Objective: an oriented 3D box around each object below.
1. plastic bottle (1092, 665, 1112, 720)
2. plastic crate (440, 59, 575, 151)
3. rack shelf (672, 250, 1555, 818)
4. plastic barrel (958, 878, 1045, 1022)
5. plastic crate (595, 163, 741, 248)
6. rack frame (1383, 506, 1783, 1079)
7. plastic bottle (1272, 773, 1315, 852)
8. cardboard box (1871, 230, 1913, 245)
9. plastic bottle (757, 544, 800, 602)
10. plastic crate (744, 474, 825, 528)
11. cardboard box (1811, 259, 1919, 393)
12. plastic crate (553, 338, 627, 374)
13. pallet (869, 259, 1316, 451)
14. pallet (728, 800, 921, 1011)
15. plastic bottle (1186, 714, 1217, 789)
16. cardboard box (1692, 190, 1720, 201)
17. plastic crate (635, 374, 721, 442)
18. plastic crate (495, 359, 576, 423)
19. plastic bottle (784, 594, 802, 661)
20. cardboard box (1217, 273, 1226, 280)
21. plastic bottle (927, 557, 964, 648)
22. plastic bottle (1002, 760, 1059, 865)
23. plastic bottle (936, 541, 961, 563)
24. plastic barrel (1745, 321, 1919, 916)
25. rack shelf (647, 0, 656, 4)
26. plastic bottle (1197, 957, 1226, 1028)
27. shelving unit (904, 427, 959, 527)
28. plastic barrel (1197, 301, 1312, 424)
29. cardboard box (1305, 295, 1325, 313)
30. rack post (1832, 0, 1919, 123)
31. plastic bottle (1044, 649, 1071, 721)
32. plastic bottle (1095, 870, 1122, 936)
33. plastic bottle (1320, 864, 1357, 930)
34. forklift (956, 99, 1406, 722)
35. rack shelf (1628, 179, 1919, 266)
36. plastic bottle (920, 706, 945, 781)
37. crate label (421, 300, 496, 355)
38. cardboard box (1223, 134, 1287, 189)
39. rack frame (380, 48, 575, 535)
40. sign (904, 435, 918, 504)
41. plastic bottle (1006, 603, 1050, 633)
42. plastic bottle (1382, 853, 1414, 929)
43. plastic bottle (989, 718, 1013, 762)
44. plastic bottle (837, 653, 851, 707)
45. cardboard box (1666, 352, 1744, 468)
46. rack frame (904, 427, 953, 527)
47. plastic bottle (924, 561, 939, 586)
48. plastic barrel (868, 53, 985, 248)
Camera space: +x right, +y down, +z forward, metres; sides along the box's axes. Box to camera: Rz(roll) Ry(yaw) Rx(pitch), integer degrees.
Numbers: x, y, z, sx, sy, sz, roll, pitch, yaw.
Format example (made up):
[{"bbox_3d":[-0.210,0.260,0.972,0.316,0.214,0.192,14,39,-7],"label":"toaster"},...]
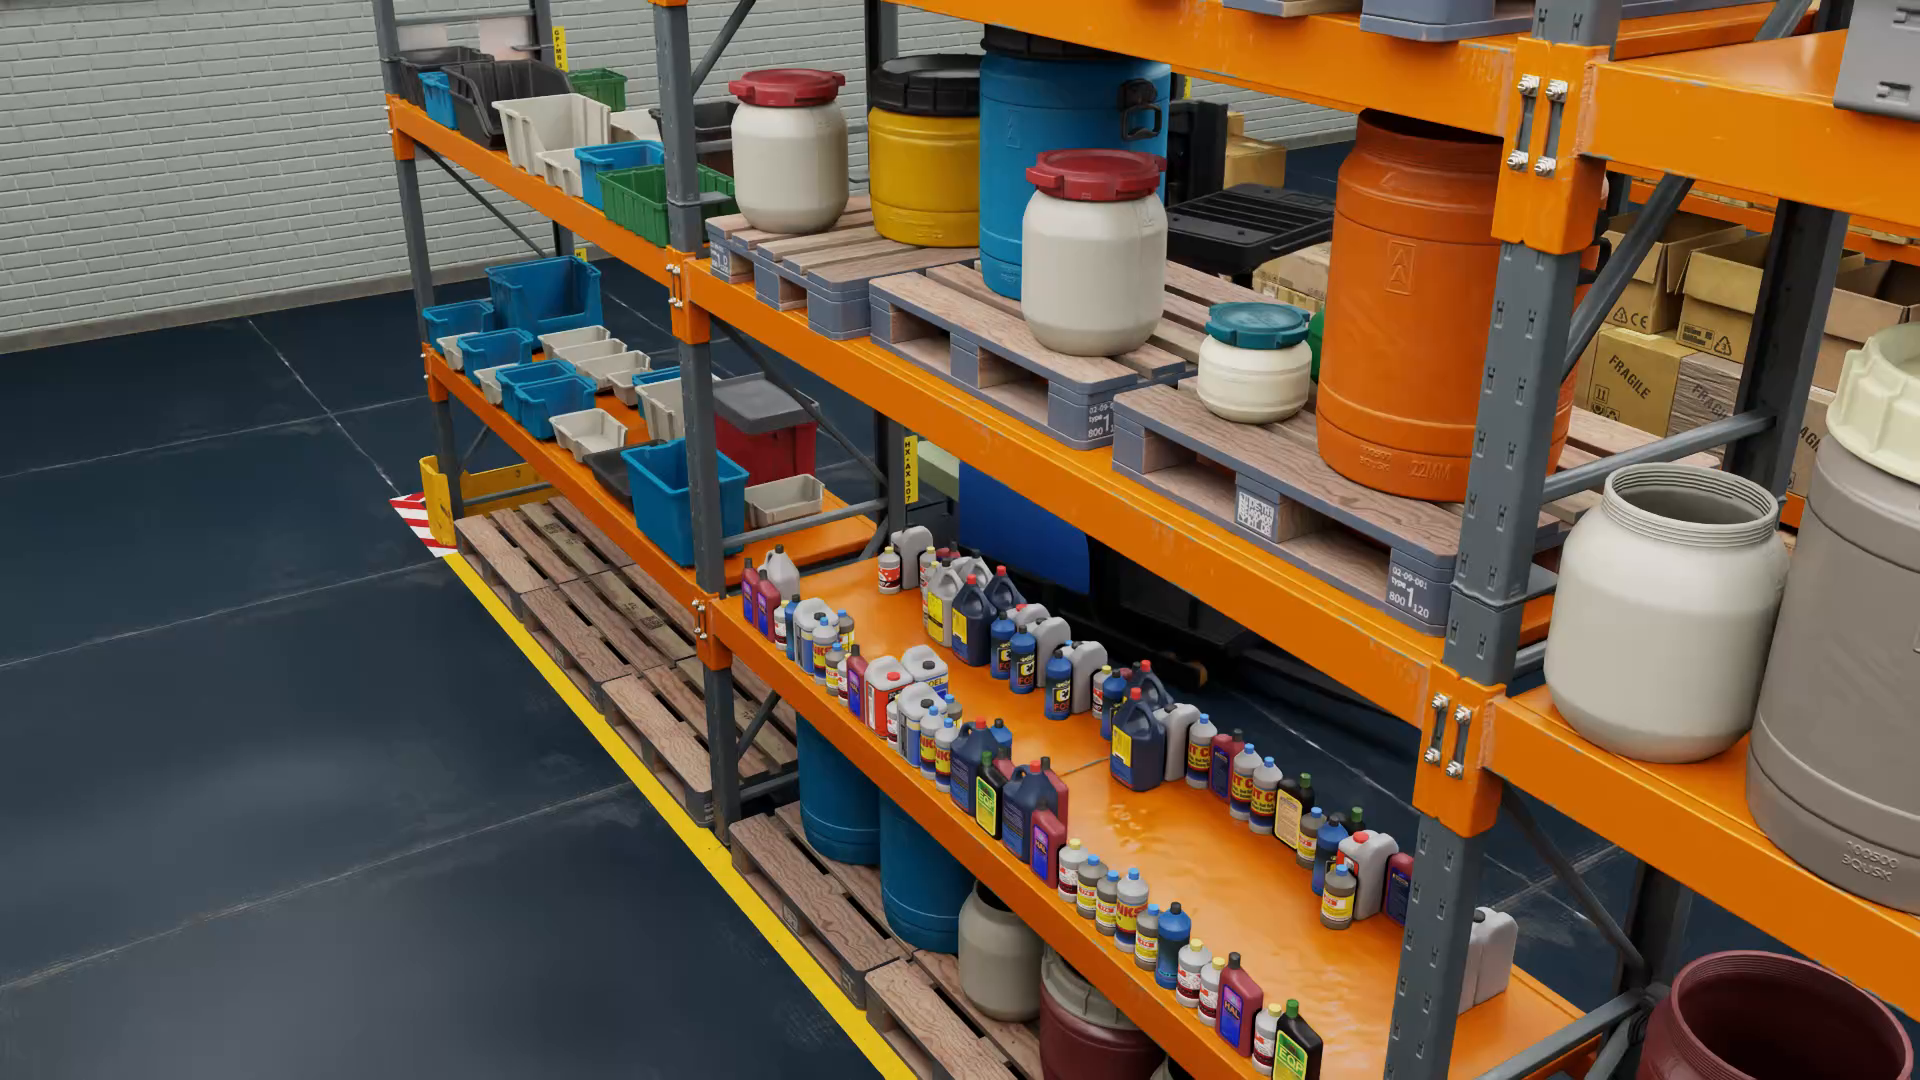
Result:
[{"bbox_3d":[0.548,0.569,6.265,0.097,0.201,0.097,0,25,0],"label":"plastic bottle"},{"bbox_3d":[-2.278,-2.213,8.483,0.504,0.338,0.767,-16,29,-30],"label":"plastic crate"},{"bbox_3d":[0.393,-0.380,5.370,1.077,0.370,4.000,-16,29,-30],"label":"rack shelf"},{"bbox_3d":[0.204,1.546,6.385,0.421,0.512,0.421,0,25,0],"label":"plastic barrel"},{"bbox_3d":[-1.183,-1.406,6.949,0.450,0.188,0.662,-16,29,-30],"label":"plastic crate"},{"bbox_3d":[1.485,1.367,4.342,1.000,3.000,0.127,-16,29,-30],"label":"rack frame"},{"bbox_3d":[1.106,0.883,5.503,0.061,0.283,0.133,-16,29,-30],"label":"plastic bottle"},{"bbox_3d":[7.078,-2.339,12.485,0.380,0.149,0.250,-16,30,-31],"label":"cardboard box"},{"bbox_3d":[-0.756,0.174,6.925,0.144,0.351,0.185,-16,29,-30],"label":"plastic bottle"},{"bbox_3d":[-0.833,-0.172,7.839,0.396,0.136,0.243,-16,29,-30],"label":"plastic crate"},{"bbox_3d":[4.524,-1.024,8.113,0.797,0.503,0.637,-14,29,-28],"label":"cardboard box"},{"bbox_3d":[-2.139,-1.046,9.691,0.396,0.136,0.243,-16,29,-30],"label":"plastic crate"},{"bbox_3d":[0.433,-0.673,5.369,1.003,0.211,1.213,-16,29,-30],"label":"pallet"},{"bbox_3d":[-0.312,1.483,7.362,1.003,0.211,1.213,-16,29,-30],"label":"pallet"},{"bbox_3d":[0.849,0.734,5.833,0.097,0.271,0.097,0,25,0],"label":"plastic bottle"},{"bbox_3d":[6.275,-2.917,13.710,0.380,0.149,0.250,-14,29,-28],"label":"cardboard box"},{"bbox_3d":[-1.378,-0.627,8.633,0.437,0.282,0.530,-16,29,-30],"label":"plastic crate"},{"bbox_3d":[-2.304,-0.810,9.079,0.416,0.233,0.300,-16,29,-30],"label":"plastic crate"},{"bbox_3d":[-0.652,0.344,6.658,0.097,0.271,0.097,0,25,0],"label":"plastic bottle"},{"bbox_3d":[1.889,-1.872,11.497,0.380,0.149,0.250,-16,30,-30],"label":"cardboard box"},{"bbox_3d":[-0.043,0.244,6.777,0.144,0.351,0.185,-16,29,-30],"label":"plastic bottle"},{"bbox_3d":[0.231,0.868,5.455,0.144,0.351,0.185,-16,29,-30],"label":"plastic bottle"},{"bbox_3d":[-0.048,0.126,7.105,0.061,0.283,0.133,-16,29,-30],"label":"plastic bottle"},{"bbox_3d":[1.751,0.128,2.865,0.600,0.901,0.600,0,25,0],"label":"plastic barrel"},{"bbox_3d":[-1.790,-2.986,7.846,1.077,0.370,4.000,-16,29,-30],"label":"rack shelf"},{"bbox_3d":[0.733,1.283,4.751,0.097,0.201,0.097,0,25,0],"label":"plastic bottle"},{"bbox_3d":[-0.014,-0.682,10.437,0.431,1.500,0.755,-16,30,-30],"label":"shelving unit"},{"bbox_3d":[0.777,-0.467,4.381,0.301,0.262,0.301,0,25,0],"label":"plastic barrel"},{"bbox_3d":[2.448,-1.506,10.720,0.380,0.149,0.250,-15,29,-29],"label":"cardboard box"},{"bbox_3d":[2.522,-0.690,1.437,1.013,1.000,3.121,-16,29,-30],"label":"rack post"},{"bbox_3d":[0.368,0.538,6.248,0.097,0.271,0.097,0,25,0],"label":"plastic bottle"},{"bbox_3d":[0.467,1.109,5.120,0.097,0.201,0.097,0,25,0],"label":"plastic bottle"},{"bbox_3d":[1.173,1.097,5.146,0.097,0.201,0.097,0,25,0],"label":"plastic bottle"},{"bbox_3d":[1.396,-0.758,8.923,3.031,2.935,1.130,22,33,38],"label":"forklift"},{"bbox_3d":[6.570,-2.728,13.858,1.077,0.370,4.000,-16,29,-30],"label":"rack shelf"},{"bbox_3d":[-0.093,0.710,5.882,0.097,0.271,0.097,0,25,0],"label":"plastic bottle"},{"bbox_3d":[-3.023,-1.281,10.076,0.416,0.233,0.303,-16,29,-30],"label":"crate label"},{"bbox_3d":[1.864,-2.458,11.391,0.500,0.500,0.500,-16,30,-31],"label":"cardboard box"},{"bbox_3d":[-2.882,-1.495,10.403,1.000,3.000,0.127,-16,29,-30],"label":"rack frame"},{"bbox_3d":[-0.237,-0.317,7.583,0.100,0.325,0.005,-16,29,-30],"label":"sign"},{"bbox_3d":[0.262,0.369,6.601,0.152,0.276,0.135,-16,29,-30],"label":"plastic bottle"},{"bbox_3d":[1.378,1.061,5.125,0.061,0.283,0.133,-16,29,-30],"label":"plastic bottle"},{"bbox_3d":[0.134,0.746,5.806,0.097,0.271,0.097,0,25,0],"label":"plastic bottle"},{"bbox_3d":[-0.419,0.528,6.350,0.097,0.201,0.097,0,25,0],"label":"plastic bottle"},{"bbox_3d":[4.041,-0.682,8.564,0.500,0.500,0.500,-16,30,-31],"label":"cardboard box"},{"bbox_3d":[-0.217,-0.811,10.712,0.400,1.500,0.023,-16,30,-30],"label":"rack frame"},{"bbox_3d":[-0.105,0.188,7.070,0.097,0.201,0.097,0,25,0],"label":"plastic bottle"},{"bbox_3d":[-0.030,-1.416,6.011,0.600,0.588,0.600,0,25,0],"label":"plastic barrel"}]
